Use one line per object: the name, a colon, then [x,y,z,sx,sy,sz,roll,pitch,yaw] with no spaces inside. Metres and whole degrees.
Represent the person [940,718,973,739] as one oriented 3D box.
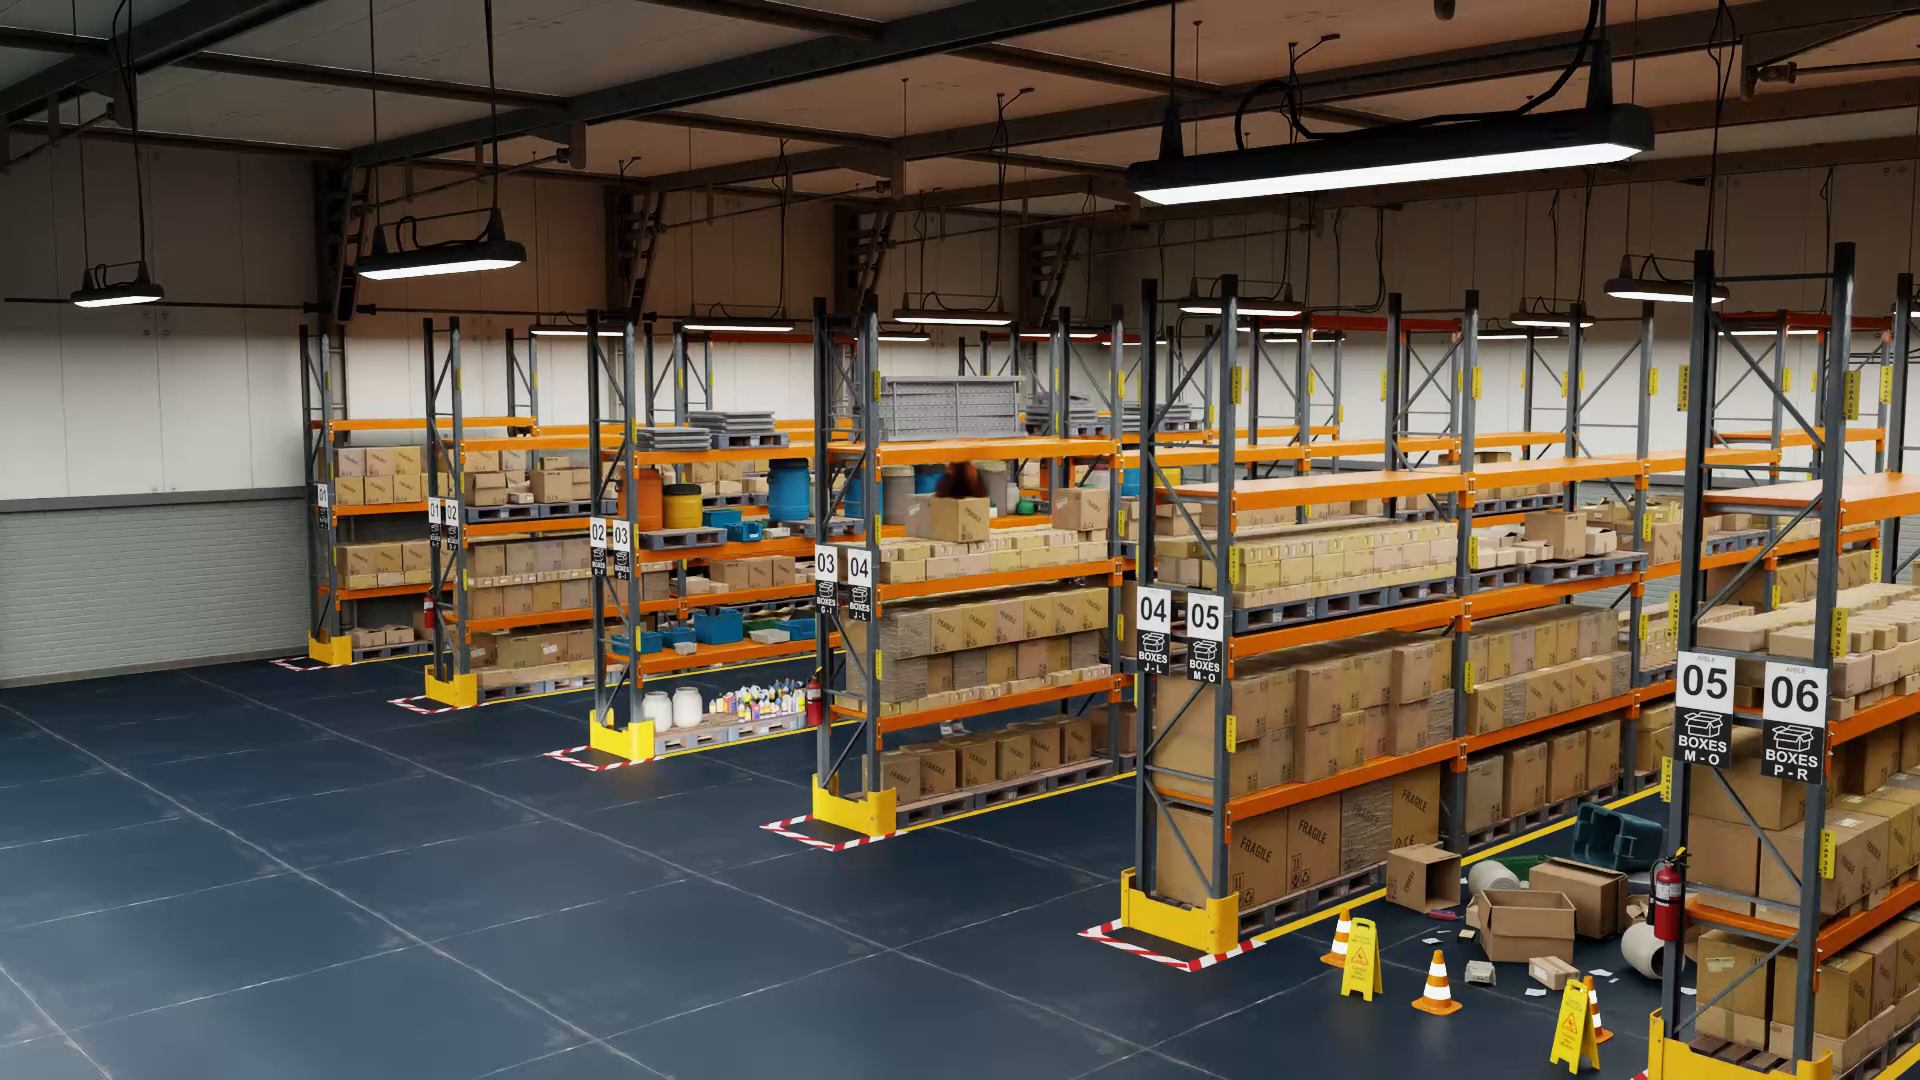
person: [-0.094,1.898,23.457,0.402,1.791,0.617,5,8,40]
